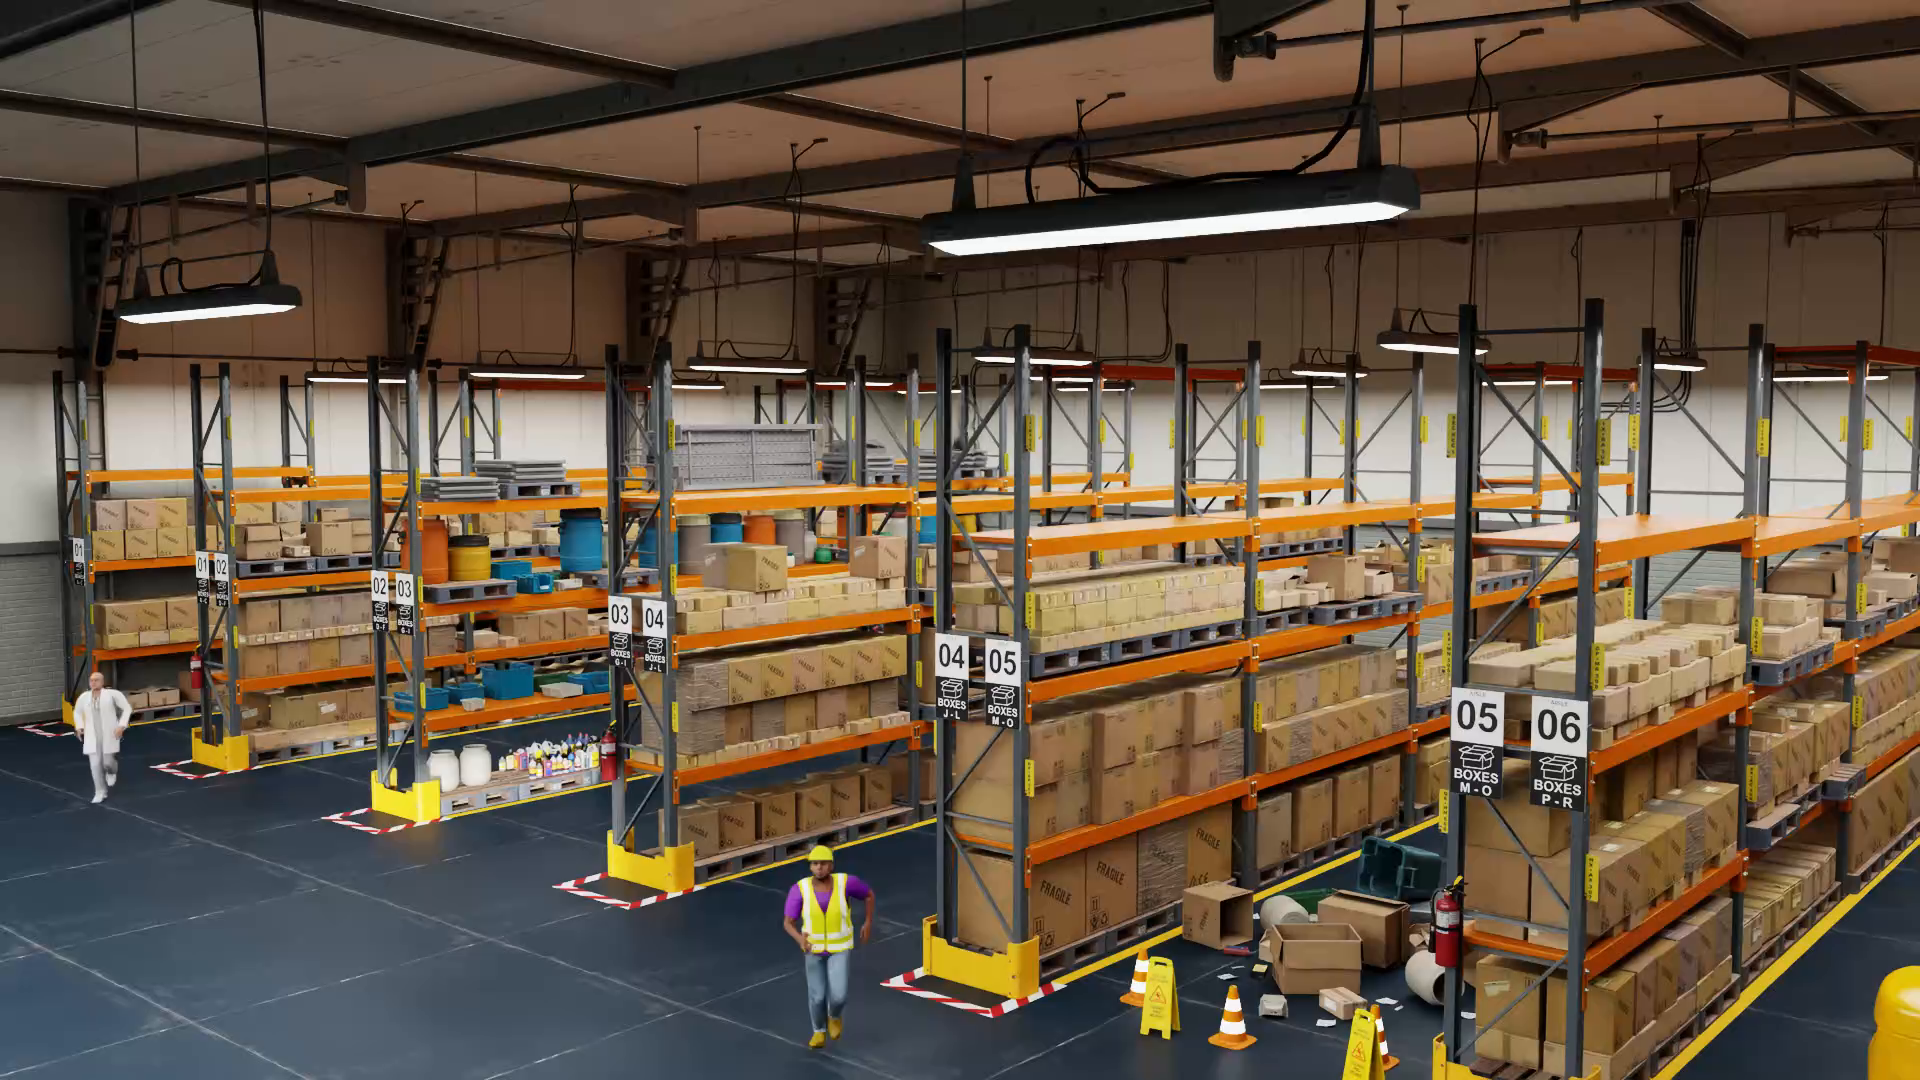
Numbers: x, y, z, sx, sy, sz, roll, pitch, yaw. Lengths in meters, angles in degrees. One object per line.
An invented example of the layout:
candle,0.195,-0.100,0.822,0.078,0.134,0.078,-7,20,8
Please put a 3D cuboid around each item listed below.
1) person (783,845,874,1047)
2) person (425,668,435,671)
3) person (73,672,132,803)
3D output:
person,-1.068,3.322,13.499,0.731,1.717,0.740,0,4,-1
person,-9.345,2.215,29.250,0.602,1.655,0.554,3,5,36
person,-11.675,2.660,22.661,0.730,1.755,0.705,-1,4,-12
